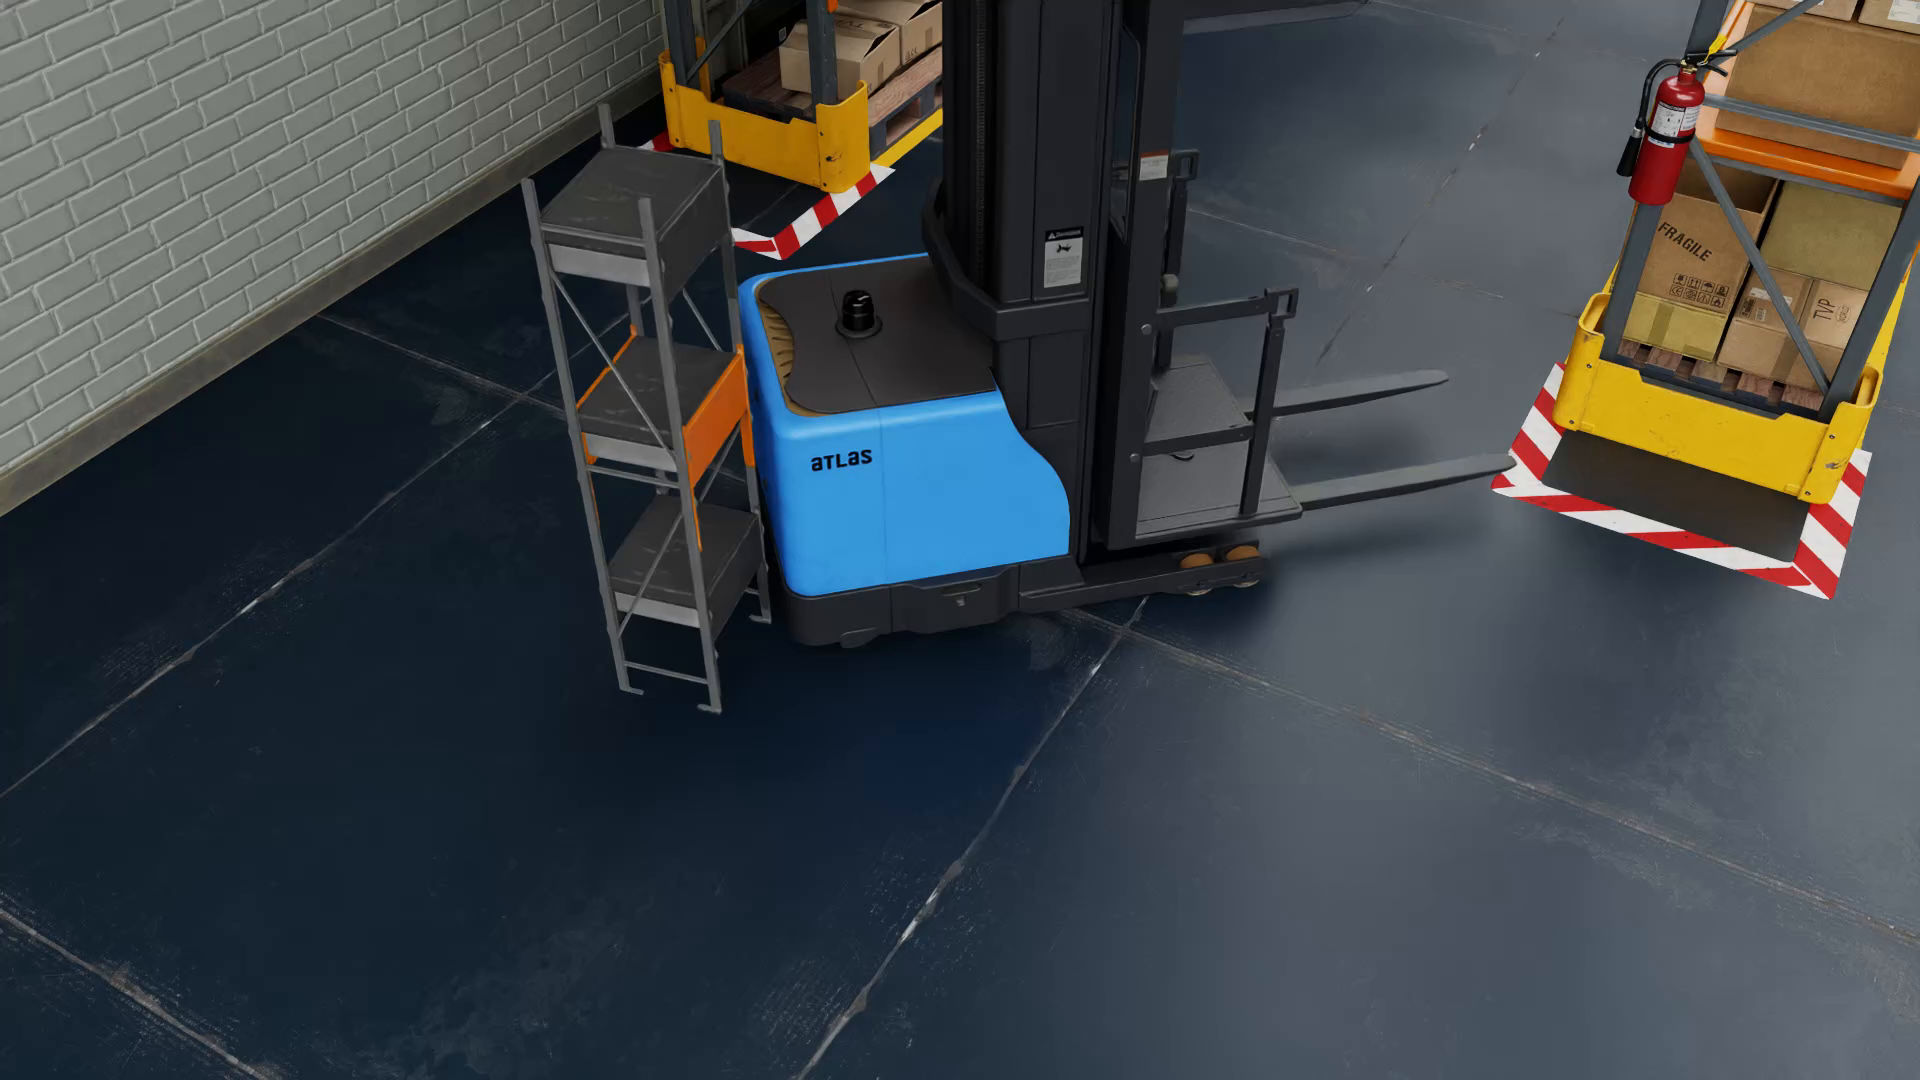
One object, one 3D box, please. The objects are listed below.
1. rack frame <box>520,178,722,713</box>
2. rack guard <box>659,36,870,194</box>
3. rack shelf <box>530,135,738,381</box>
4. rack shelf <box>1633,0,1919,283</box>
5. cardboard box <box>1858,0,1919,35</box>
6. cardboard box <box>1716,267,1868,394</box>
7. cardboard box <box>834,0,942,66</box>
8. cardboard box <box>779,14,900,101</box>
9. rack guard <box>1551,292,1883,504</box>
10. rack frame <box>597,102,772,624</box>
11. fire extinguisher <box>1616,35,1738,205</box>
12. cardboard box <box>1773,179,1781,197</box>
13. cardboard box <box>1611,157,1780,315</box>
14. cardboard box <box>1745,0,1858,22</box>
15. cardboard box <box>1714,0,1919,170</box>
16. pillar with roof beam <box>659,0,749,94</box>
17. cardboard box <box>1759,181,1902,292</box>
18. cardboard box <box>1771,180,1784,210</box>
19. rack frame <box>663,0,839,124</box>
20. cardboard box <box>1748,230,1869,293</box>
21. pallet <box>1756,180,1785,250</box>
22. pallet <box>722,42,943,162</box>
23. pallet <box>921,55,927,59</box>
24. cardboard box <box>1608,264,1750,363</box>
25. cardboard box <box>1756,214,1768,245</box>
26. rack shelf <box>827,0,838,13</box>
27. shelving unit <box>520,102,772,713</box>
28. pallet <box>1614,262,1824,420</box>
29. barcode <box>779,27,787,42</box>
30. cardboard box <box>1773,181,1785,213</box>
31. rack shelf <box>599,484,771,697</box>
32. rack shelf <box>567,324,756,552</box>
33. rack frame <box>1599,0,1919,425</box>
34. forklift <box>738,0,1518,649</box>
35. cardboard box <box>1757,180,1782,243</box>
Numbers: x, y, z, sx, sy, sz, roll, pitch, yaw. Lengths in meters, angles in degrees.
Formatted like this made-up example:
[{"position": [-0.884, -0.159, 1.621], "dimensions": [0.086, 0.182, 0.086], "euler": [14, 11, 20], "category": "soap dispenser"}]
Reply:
[{"position": [-1.059, -0.202, 5.390], "dimensions": [0.400, 2.100, 0.015], "euler": [11, 43, 13], "category": "rack frame"}, {"position": [-1.054, -2.305, 8.989], "dimensions": [1.175, 0.500, 0.348], "euler": [21, 45, 22], "category": "rack guard"}, {"position": [-0.987, -0.871, 5.112], "dimensions": [0.431, 0.518, 0.480], "euler": [11, 43, 13], "category": "rack shelf"}, {"position": [4.199, -2.438, 7.793], "dimensions": [1.077, 0.370, 4.000], "euler": [21, 45, 22], "category": "rack shelf"}, {"position": [3.581, -1.998, 6.182], "dimensions": [0.380, 0.149, 0.250], "euler": [21, 45, 22], "category": "cardboard box"}, {"position": [3.659, -0.922, 7.291], "dimensions": [0.500, 0.250, 0.500], "euler": [21, 45, 22], "category": "cardboard box"}, {"position": [-0.383, -3.048, 9.643], "dimensions": [0.500, 0.311, 0.500], "euler": [25, 47, 25], "category": "cardboard box"}, {"position": [-0.668, -2.722, 9.273], "dimensions": [0.500, 0.311, 0.500], "euler": [16, 44, 17], "category": "cardboard box"}, {"position": [3.186, -0.612, 7.066], "dimensions": [1.175, 0.500, 0.348], "euler": [21, 45, 22], "category": "rack guard"}, {"position": [-0.916, -0.510, 5.740], "dimensions": [0.400, 2.100, 0.015], "euler": [11, 43, 13], "category": "rack frame"}, {"position": [2.737, -1.620, 6.379], "dimensions": [0.296, 0.674, 0.183], "euler": [21, 45, 22], "category": "fire extinguisher"}, {"position": [3.697, -1.953, 7.893], "dimensions": [0.500, 0.500, 0.500], "euler": [21, 45, 22], "category": "cardboard box"}, {"position": [3.209, -1.376, 7.238], "dimensions": [0.500, 0.500, 0.500], "euler": [21, 45, 22], "category": "cardboard box"}, {"position": [3.225, -2.126, 6.328], "dimensions": [0.380, 0.149, 0.250], "euler": [20, 45, 21], "category": "cardboard box"}, {"position": [3.443, -1.864, 6.521], "dimensions": [0.700, 0.500, 0.500], "euler": [21, 45, 22], "category": "cardboard box"}, {"position": [2.236, -4.714, 5.294], "dimensions": [9.100, 9.000, 0.400], "euler": [21, 45, 22], "category": "pillar with roof beam"}, {"position": [3.908, -1.491, 7.368], "dimensions": [0.500, 0.500, 0.500], "euler": [21, 45, 22], "category": "cardboard box"}, {"position": [3.951, -1.956, 8.464], "dimensions": [0.500, 0.250, 0.500], "euler": [21, 45, 22], "category": "cardboard box"}, {"position": [-1.092, -3.200, 8.114], "dimensions": [1.000, 3.000, 0.127], "euler": [21, 45, 22], "category": "rack frame"}, {"position": [3.906, -1.210, 7.617], "dimensions": [0.500, 0.250, 0.500], "euler": [21, 45, 22], "category": "cardboard box"}, {"position": [4.156, -1.664, 8.479], "dimensions": [1.003, 0.211, 1.213], "euler": [21, 45, 22], "category": "pallet"}, {"position": [-0.617, -2.650, 9.599], "dimensions": [1.003, 0.211, 1.213], "euler": [21, 45, 22], "category": "pallet"}, {"position": [-0.006, -3.345, 10.389], "dimensions": [1.003, 0.211, 1.213], "euler": [21, 45, 22], "category": "pallet"}, {"position": [3.211, -1.094, 7.485], "dimensions": [0.500, 0.250, 0.500], "euler": [21, 45, 22], "category": "cardboard box"}, {"position": [3.451, -1.384, 7.814], "dimensions": [0.500, 0.250, 0.500], "euler": [21, 45, 22], "category": "cardboard box"}, {"position": [-0.091, -4.074, 9.651], "dimensions": [1.077, 0.370, 4.000], "euler": [21, 45, 22], "category": "rack shelf"}, {"position": [-0.987, -0.356, 5.565], "dimensions": [0.431, 2.100, 0.503], "euler": [11, 43, 13], "category": "shelving unit"}, {"position": [3.545, -0.968, 7.690], "dimensions": [1.003, 0.211, 1.213], "euler": [21, 45, 22], "category": "pallet"}, {"position": [-1.005, -2.868, 9.432], "dimensions": [0.001, 0.075, 0.075], "euler": [21, 45, 22], "category": "barcode"}, {"position": [4.147, -1.781, 7.698], "dimensions": [0.500, 0.500, 0.500], "euler": [21, 45, 22], "category": "cardboard box"}, {"position": [-0.987, 0.180, 6.037], "dimensions": [0.431, 0.518, 0.480], "euler": [11, 43, 13], "category": "rack shelf"}, {"position": [-0.987, -0.346, 5.574], "dimensions": [0.431, 0.518, 0.480], "euler": [11, 43, 13], "category": "rack shelf"}, {"position": [3.198, -1.563, 6.256], "dimensions": [1.000, 3.000, 0.127], "euler": [21, 45, 22], "category": "rack frame"}, {"position": [0.721, -1.214, 5.911], "dimensions": [3.031, 2.935, 1.130], "euler": [-9, 42, -10], "category": "forklift"}, {"position": [3.699, -1.670, 8.140], "dimensions": [0.500, 0.250, 0.500], "euler": [21, 45, 22], "category": "cardboard box"}]
